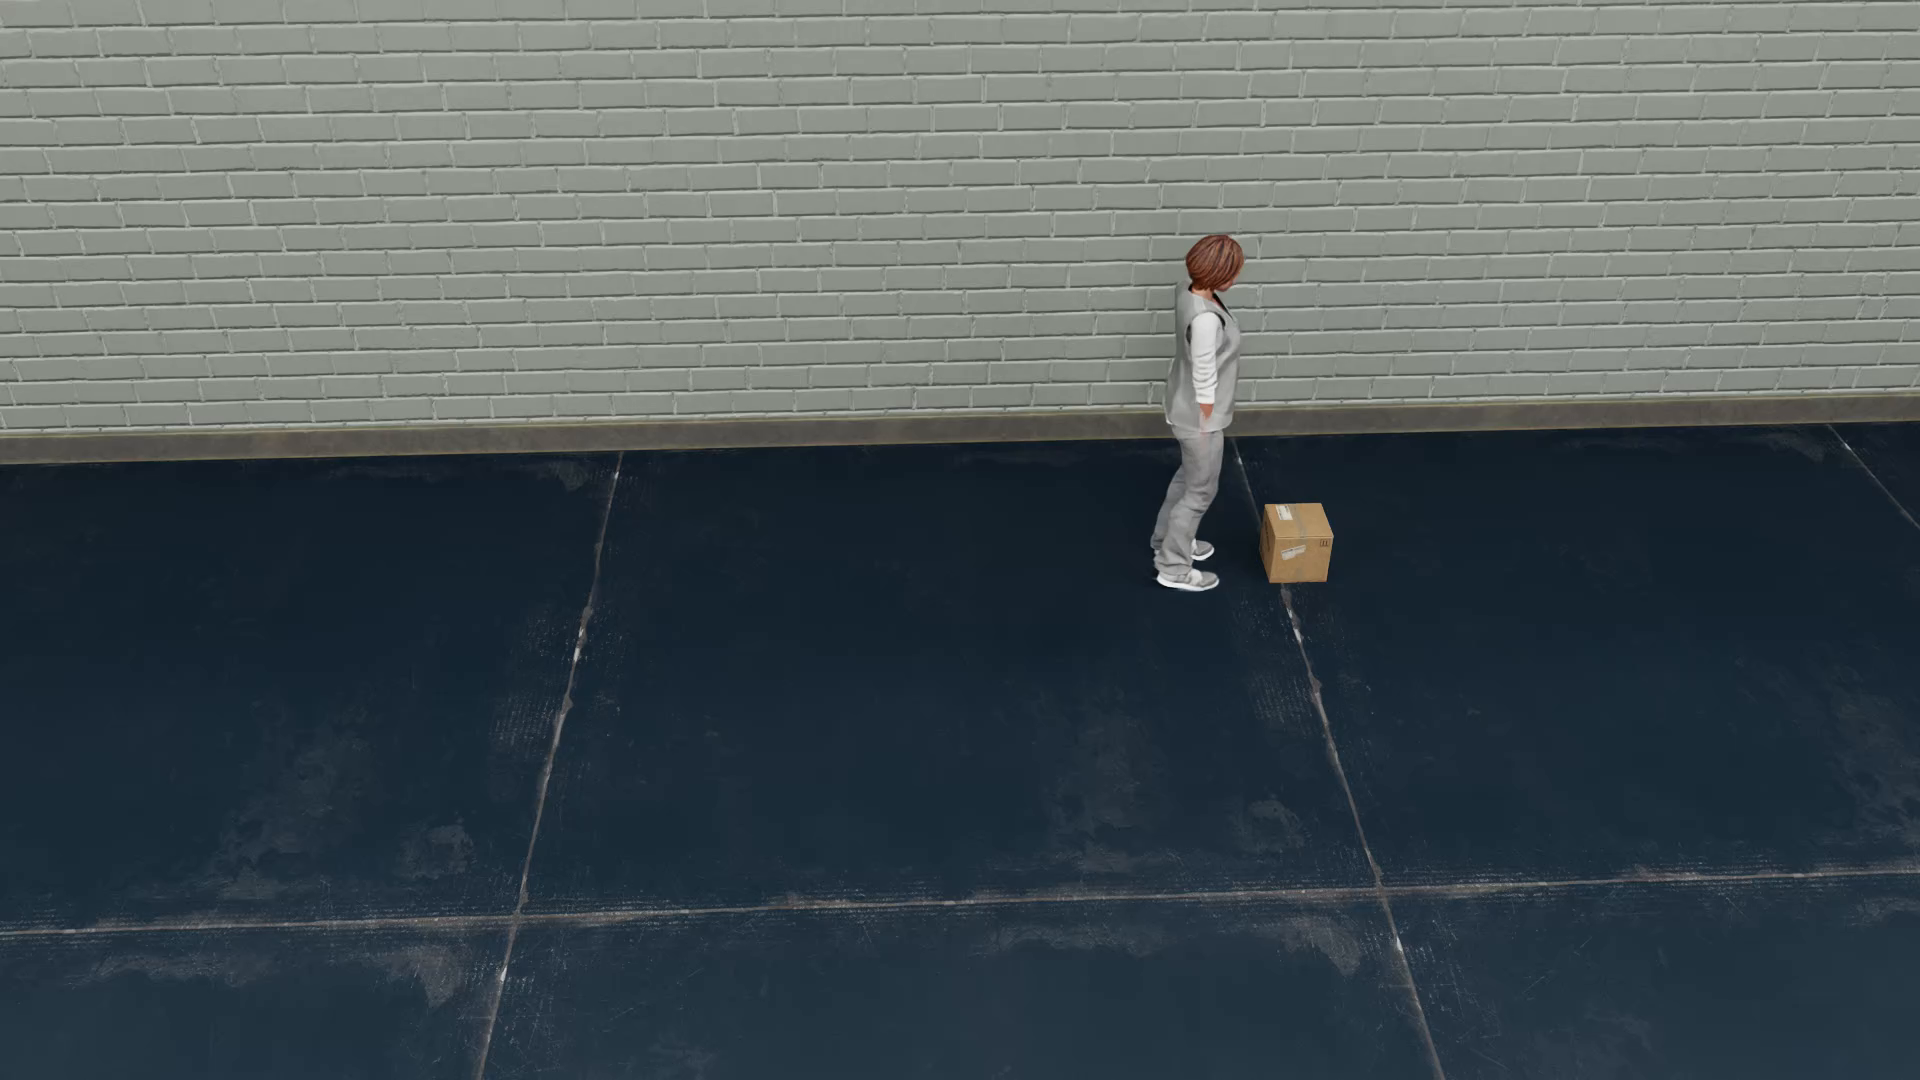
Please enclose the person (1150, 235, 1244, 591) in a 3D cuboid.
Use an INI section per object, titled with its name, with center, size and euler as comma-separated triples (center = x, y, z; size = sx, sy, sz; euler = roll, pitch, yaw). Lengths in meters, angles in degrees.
[person]
center = 0.986, -0.525, 6.904
size = 0.300, 1.592, 0.407
euler = -1, 36, -1
